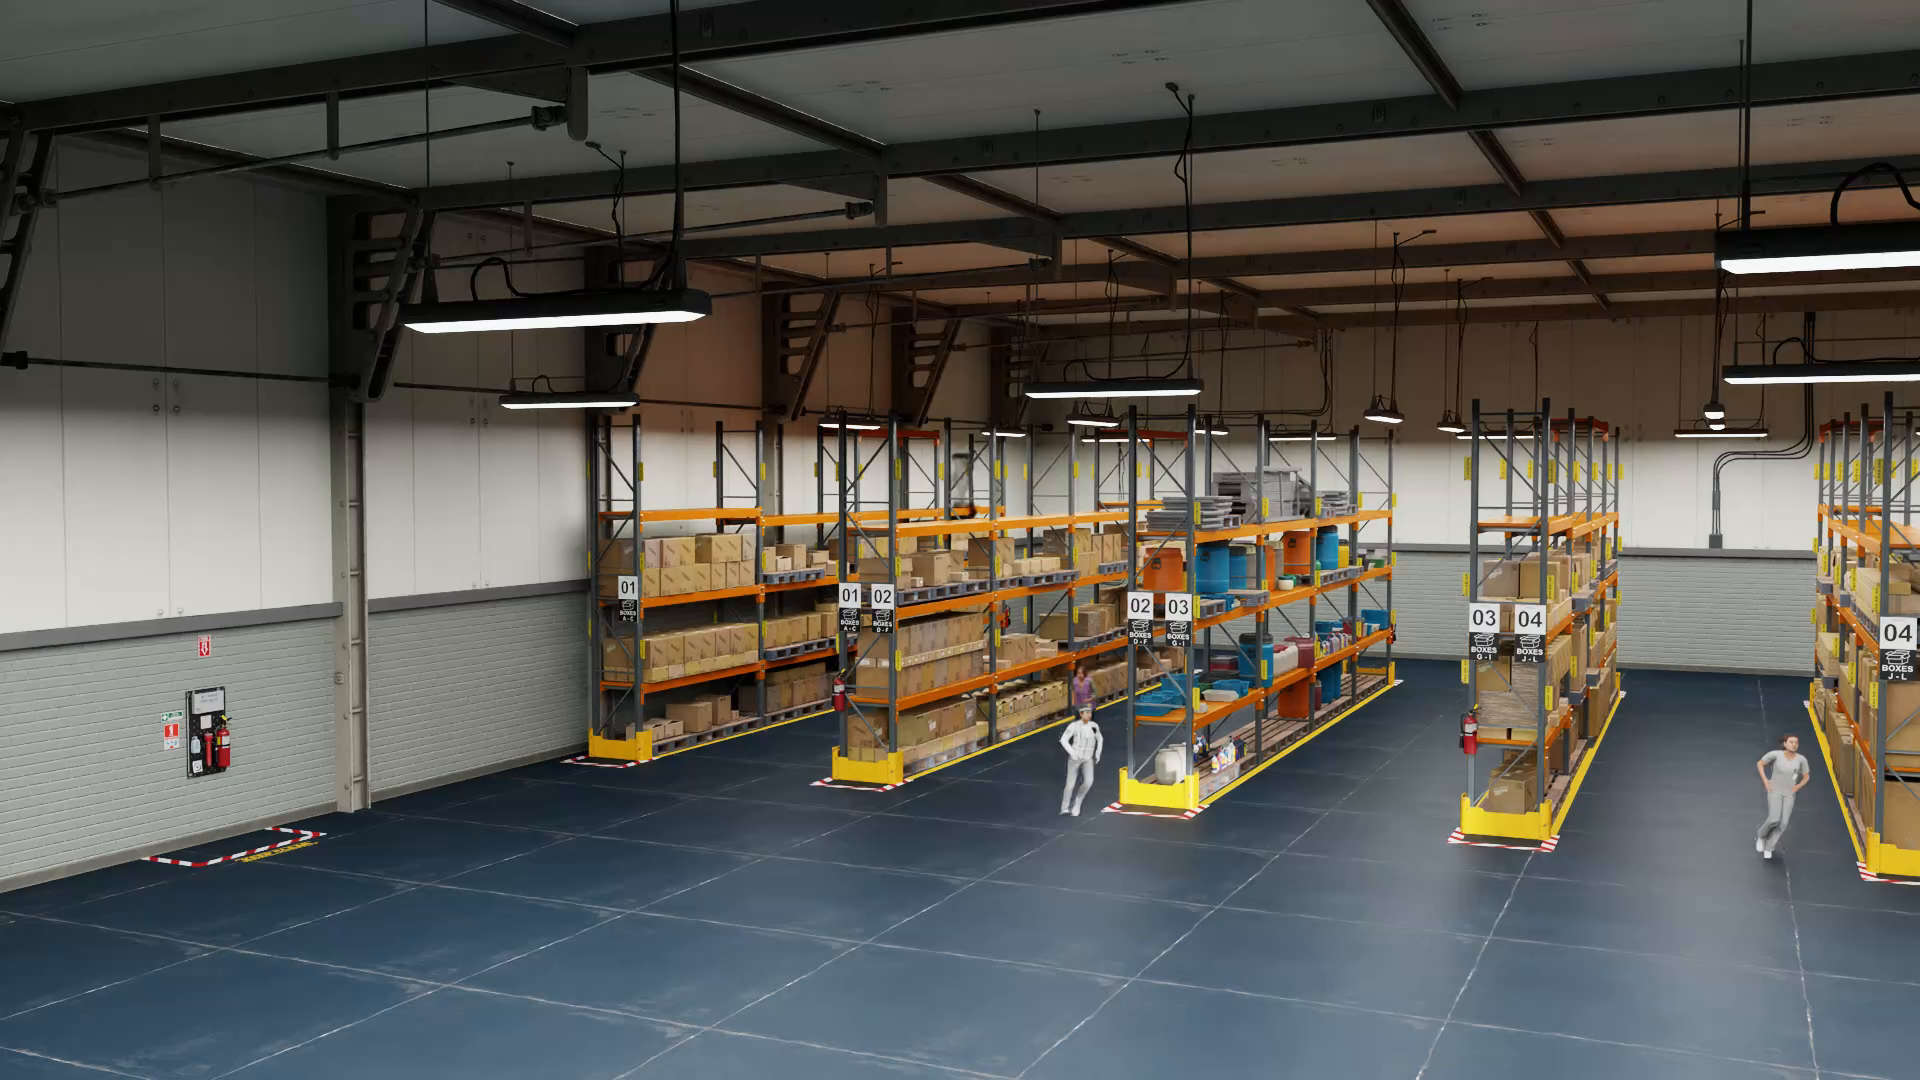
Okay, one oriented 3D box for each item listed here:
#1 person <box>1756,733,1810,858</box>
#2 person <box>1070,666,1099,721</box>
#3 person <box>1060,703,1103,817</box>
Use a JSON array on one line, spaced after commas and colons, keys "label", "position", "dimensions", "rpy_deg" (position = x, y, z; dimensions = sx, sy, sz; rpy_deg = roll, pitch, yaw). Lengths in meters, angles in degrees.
[{"label": "person", "position": [10.670, 3.312, 21.519], "dimensions": [0.587, 1.645, 0.517], "rpy_deg": [0, 2, 10]}, {"label": "person", "position": [2.210, 3.006, 29.459], "dimensions": [0.541, 1.588, 0.996], "rpy_deg": [1, 2, 13]}, {"label": "person", "position": [1.790, 3.186, 24.146], "dimensions": [0.675, 1.656, 0.583], "rpy_deg": [0, 2, -10]}]
